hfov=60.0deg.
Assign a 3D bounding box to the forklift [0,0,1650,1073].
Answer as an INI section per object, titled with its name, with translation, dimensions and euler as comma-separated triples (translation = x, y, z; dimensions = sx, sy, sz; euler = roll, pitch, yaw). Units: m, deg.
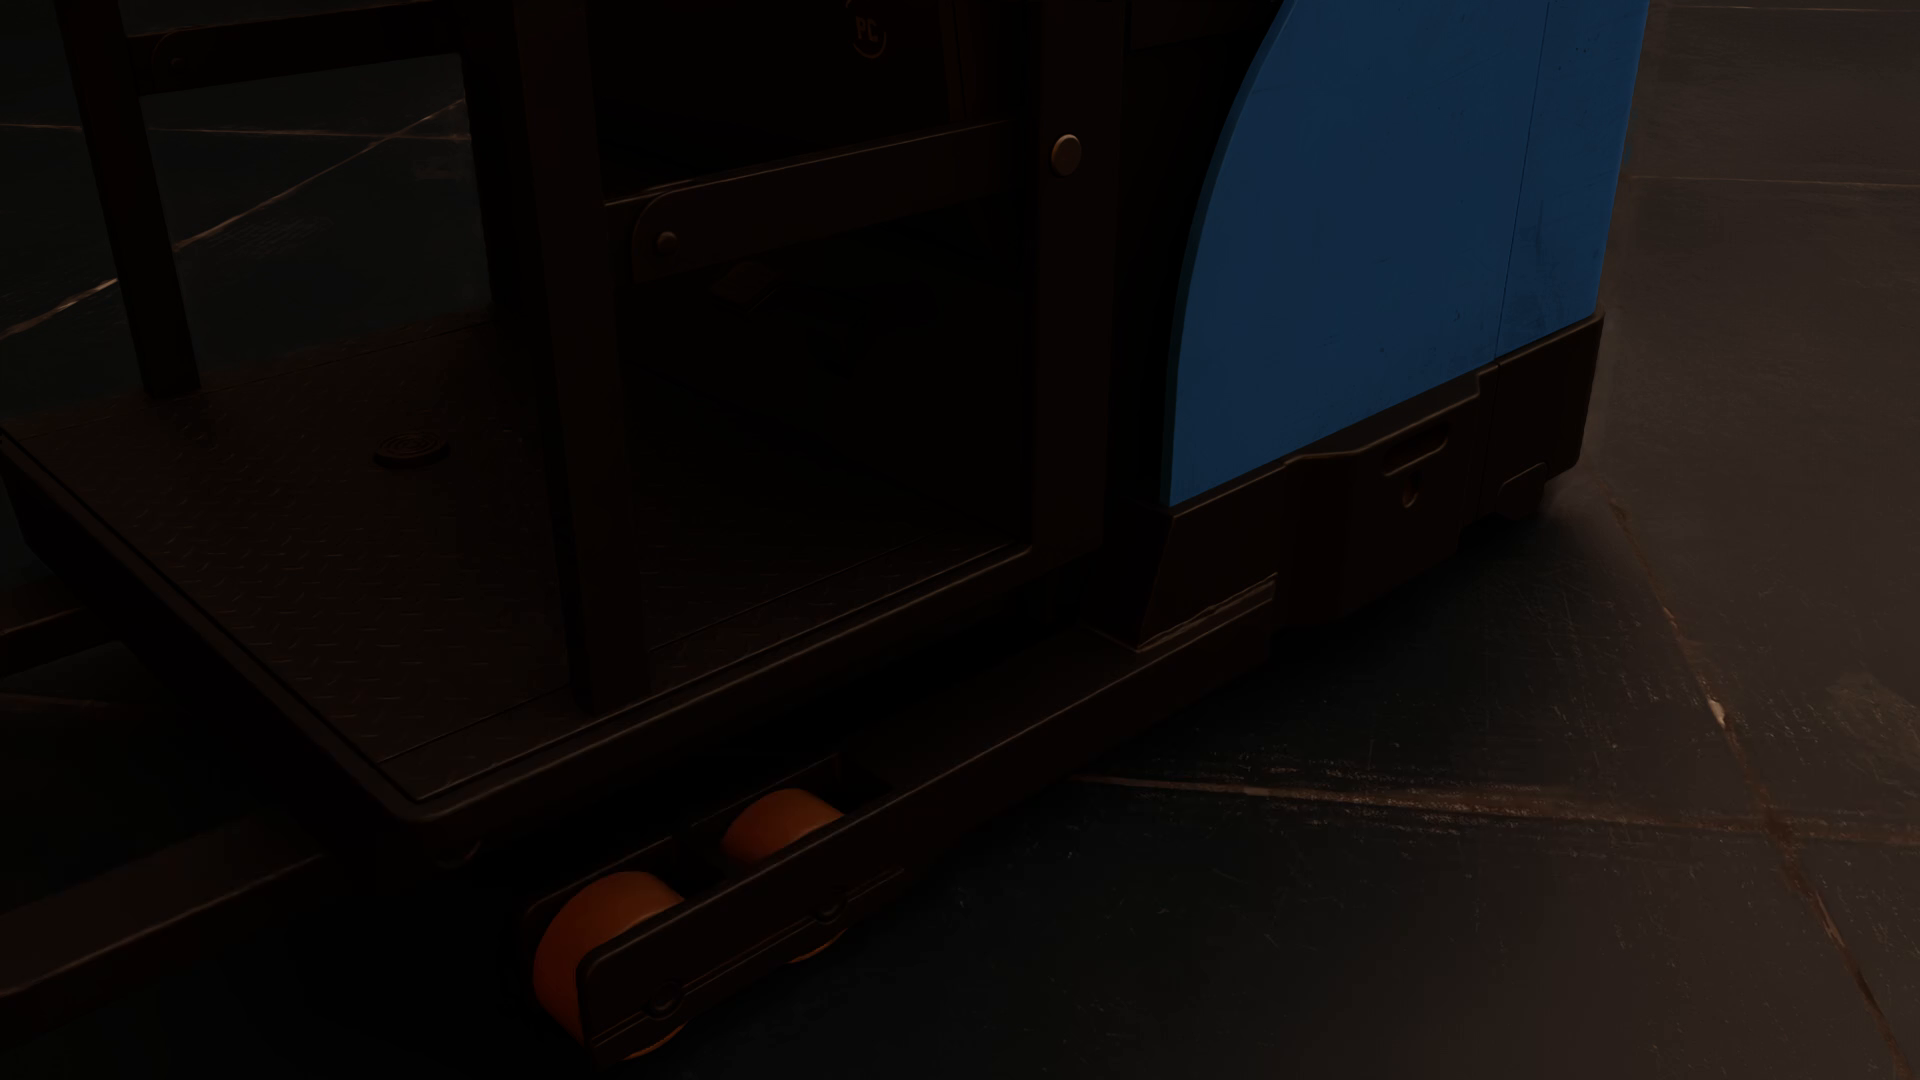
[forklift]
translation = -0.445, -1.095, 1.412
dimensions = 3.031, 2.935, 1.130
euler = -23, 34, -38
